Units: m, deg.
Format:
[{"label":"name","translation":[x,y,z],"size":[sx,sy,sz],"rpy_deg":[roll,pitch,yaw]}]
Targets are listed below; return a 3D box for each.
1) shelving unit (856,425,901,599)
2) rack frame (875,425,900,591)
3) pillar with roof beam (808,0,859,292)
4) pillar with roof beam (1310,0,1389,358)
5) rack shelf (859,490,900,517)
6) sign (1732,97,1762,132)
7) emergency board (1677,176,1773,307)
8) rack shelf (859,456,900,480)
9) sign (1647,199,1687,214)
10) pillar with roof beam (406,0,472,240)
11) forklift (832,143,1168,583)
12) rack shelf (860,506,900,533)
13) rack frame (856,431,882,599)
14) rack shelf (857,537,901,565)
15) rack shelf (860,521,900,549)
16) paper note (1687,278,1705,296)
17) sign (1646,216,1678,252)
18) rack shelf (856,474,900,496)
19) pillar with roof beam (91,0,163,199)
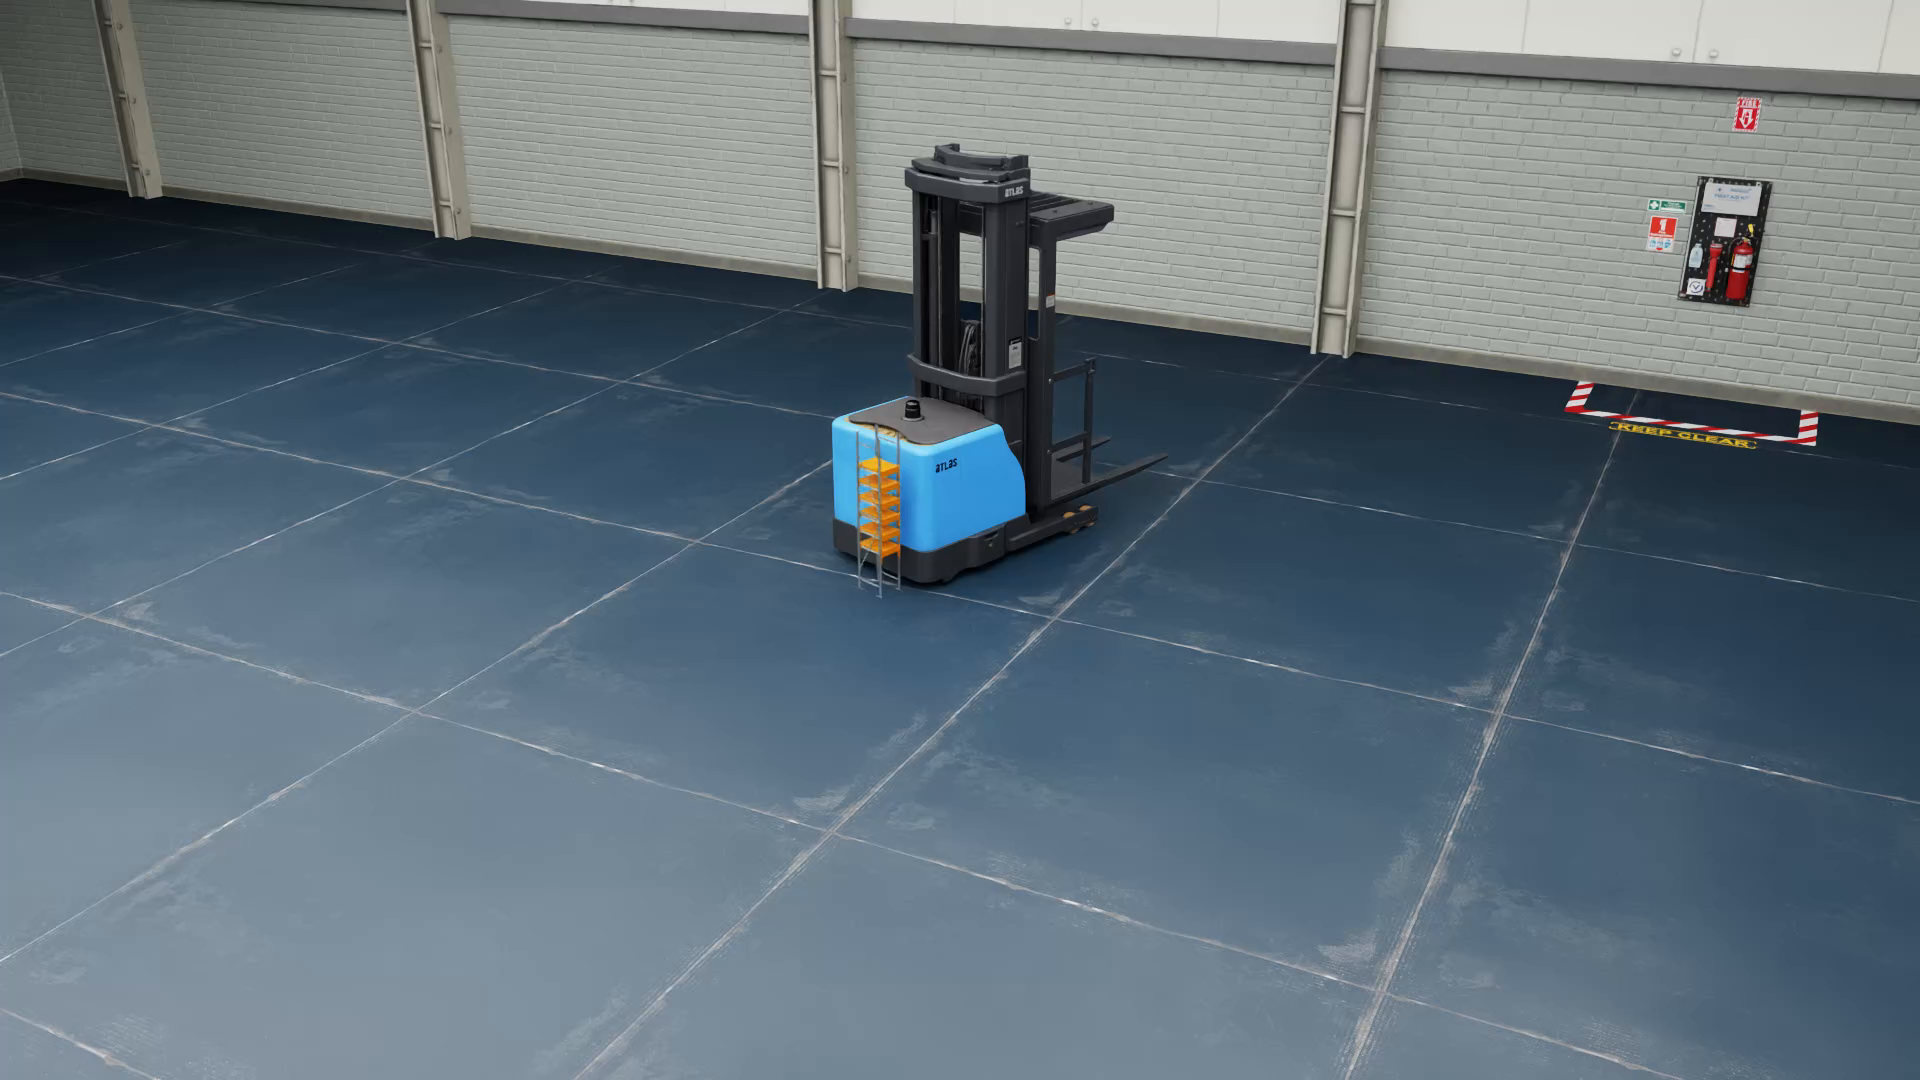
[{"label":"shelving unit","translation":[-0.573,-0.194,11.695],"size":[0.258,1.200,0.189],"rpy_deg":[22,31,39]},{"label":"rack frame","translation":[-0.510,-0.220,11.756],"size":[0.240,1.200,0.006],"rpy_deg":[22,31,39]},{"label":"pillar with roof beam","translation":[-3.396,-5.663,14.594],"size":[0.400,9.000,9.100],"rpy_deg":[11,25,25]},{"label":"pillar with roof beam","translation":[1.959,-4.604,12.103],"size":[0.400,9.000,9.100],"rpy_deg":[11,25,25]},{"label":"rack shelf","translation":[-0.573,-0.264,11.665],"size":[0.258,0.103,0.180],"rpy_deg":[22,31,39]},{"label":"sign","translation":[7.105,-3.840,15.010],"size":[0.199,0.298,0.001],"rpy_deg":[11,25,25]},{"label":"emergency board","translation":[7.068,-2.737,15.378],"size":[0.643,1.169,0.194],"rpy_deg":[11,25,25]},{"label":"rack shelf","translation":[-0.570,-0.484,11.569],"size":[0.258,0.103,0.180],"rpy_deg":[22,31,39]},{"label":"sign","translation":[6.621,-3.127,15.573],"size":[0.331,0.109,0.001],"rpy_deg":[11,25,25]},{"label":"pillar with roof beam","translation":[-8.750,-6.723,17.085],"size":[0.400,9.000,9.100],"rpy_deg":[11,25,25]},{"label":"forklift","translation":[0.441,-1.524,12.616],"size":[1.130,2.935,3.031],"rpy_deg":[21,31,40]},{"label":"rack shelf","translation":[-0.574,-0.154,11.713],"size":[0.258,0.103,0.180],"rpy_deg":[22,31,39]},{"label":"rack frame","translation":[-0.637,-0.169,11.635],"size":[0.240,1.200,0.006],"rpy_deg":[22,31,39]},{"label":"rack shelf","translation":[-0.576,0.066,11.809],"size":[0.258,0.103,0.180],"rpy_deg":[22,31,39]},{"label":"rack shelf","translation":[-0.575,-0.044,11.761],"size":[0.258,0.103,0.180],"rpy_deg":[22,31,39]},{"label":"paper note","translation":[6.941,-2.387,15.681],"size":[0.142,0.148,0.016],"rpy_deg":[11,25,25]},{"label":"sign","translation":[6.621,-2.887,15.686],"size":[0.234,0.329,0.001],"rpy_deg":[11,25,25]},{"label":"rack shelf","translation":[-0.571,-0.374,11.617],"size":[0.258,0.103,0.180],"rpy_deg":[22,31,39]},{"label":"pillar with roof beam","translation":[-14.105,-7.782,19.576],"size":[0.400,9.000,9.100],"rpy_deg":[11,25,25]}]
